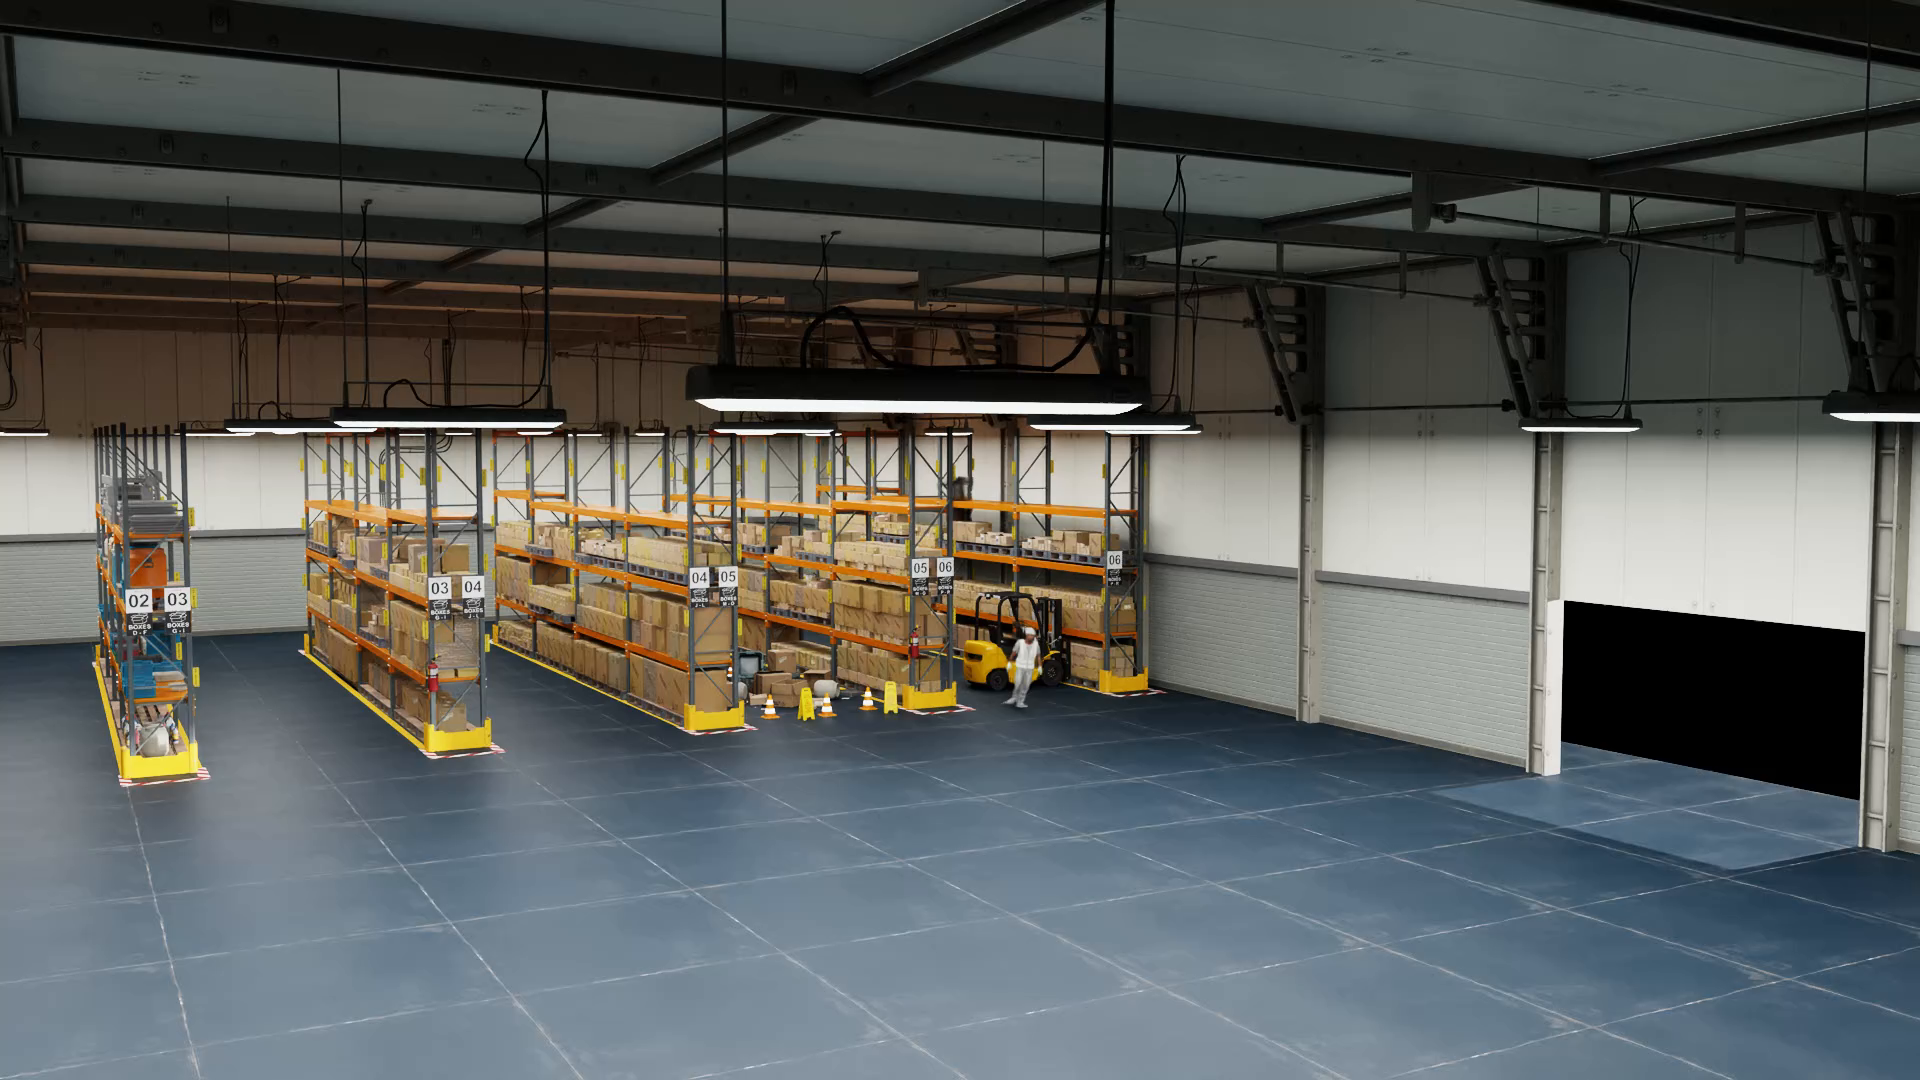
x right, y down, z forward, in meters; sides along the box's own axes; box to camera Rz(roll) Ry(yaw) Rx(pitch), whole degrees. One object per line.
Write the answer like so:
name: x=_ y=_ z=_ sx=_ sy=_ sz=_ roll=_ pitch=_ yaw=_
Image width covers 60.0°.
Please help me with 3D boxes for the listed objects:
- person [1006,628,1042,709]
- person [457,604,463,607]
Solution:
person: x=1.369 y=2.715 z=35.342 sx=0.702 sy=1.743 sz=0.597 roll=-1 pitch=4 yaw=-17
person: x=-13.965 y=2.163 z=46.128 sx=0.570 sy=1.588 sz=0.844 roll=-1 pitch=4 yaw=-15
